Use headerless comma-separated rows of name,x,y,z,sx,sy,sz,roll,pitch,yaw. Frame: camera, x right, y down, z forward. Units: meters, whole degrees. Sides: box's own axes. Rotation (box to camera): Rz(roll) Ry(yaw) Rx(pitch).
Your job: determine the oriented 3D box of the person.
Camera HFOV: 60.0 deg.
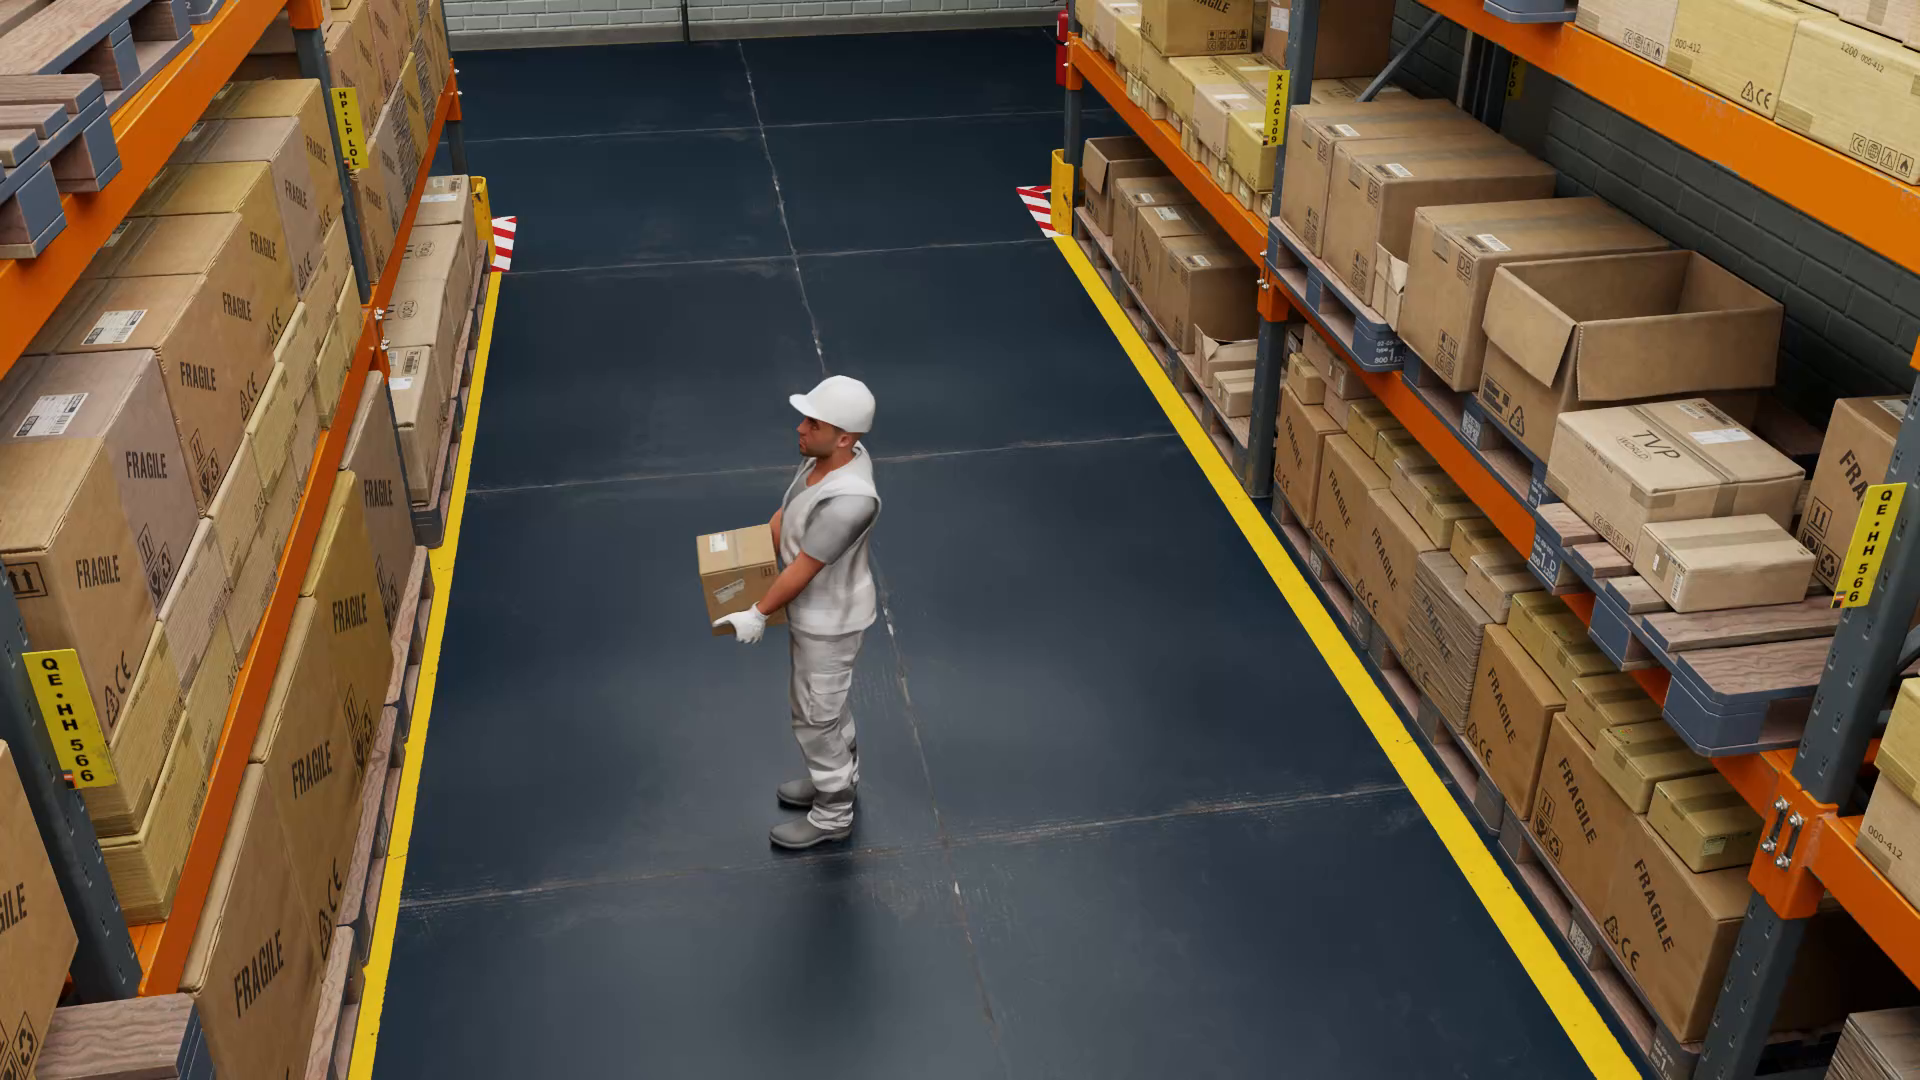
person,-0.554,0.270,5.654,0.571,1.782,0.494,-5,31,-9
